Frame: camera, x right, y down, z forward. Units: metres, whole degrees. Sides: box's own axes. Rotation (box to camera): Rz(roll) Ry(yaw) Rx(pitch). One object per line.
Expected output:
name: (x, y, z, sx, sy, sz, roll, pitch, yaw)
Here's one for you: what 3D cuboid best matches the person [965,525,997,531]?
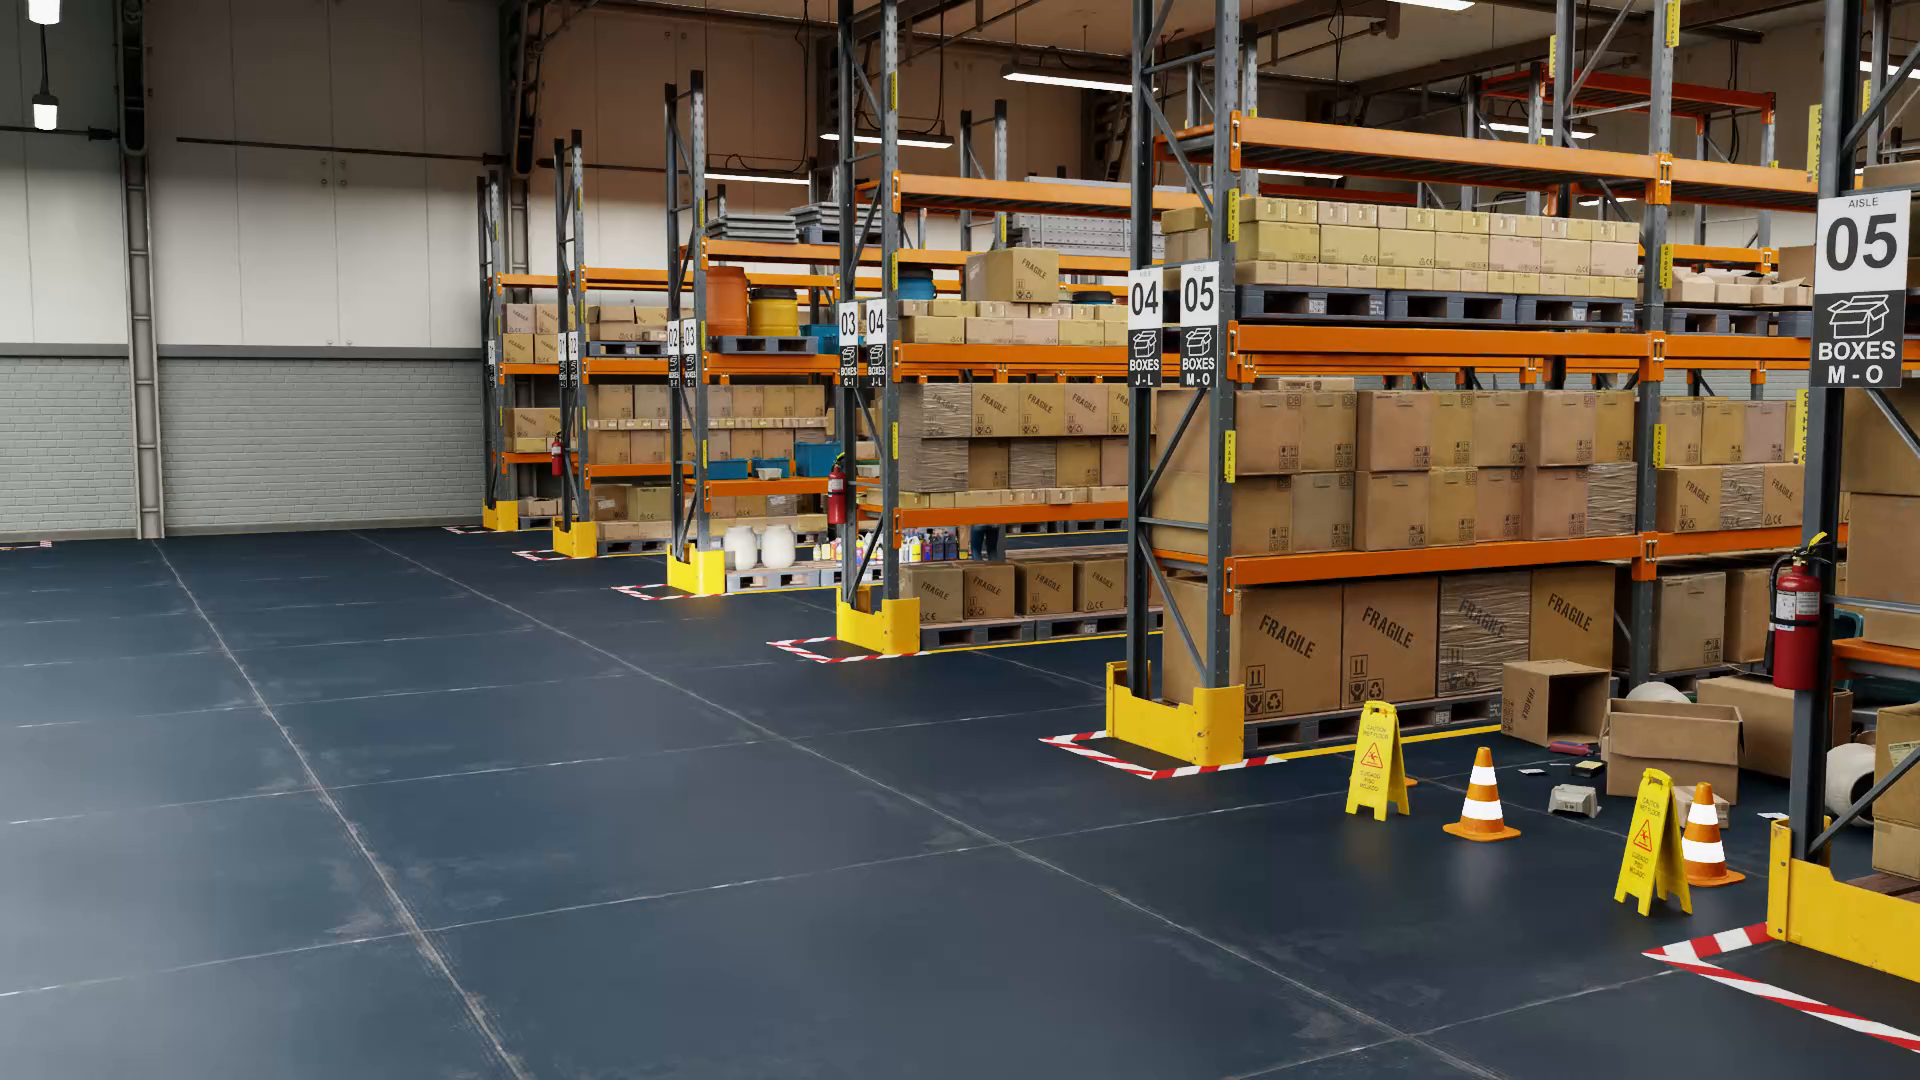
person: (0.282, -0.185, 19.626, 0.447, 1.600, 0.332, -3, 6, -30)
